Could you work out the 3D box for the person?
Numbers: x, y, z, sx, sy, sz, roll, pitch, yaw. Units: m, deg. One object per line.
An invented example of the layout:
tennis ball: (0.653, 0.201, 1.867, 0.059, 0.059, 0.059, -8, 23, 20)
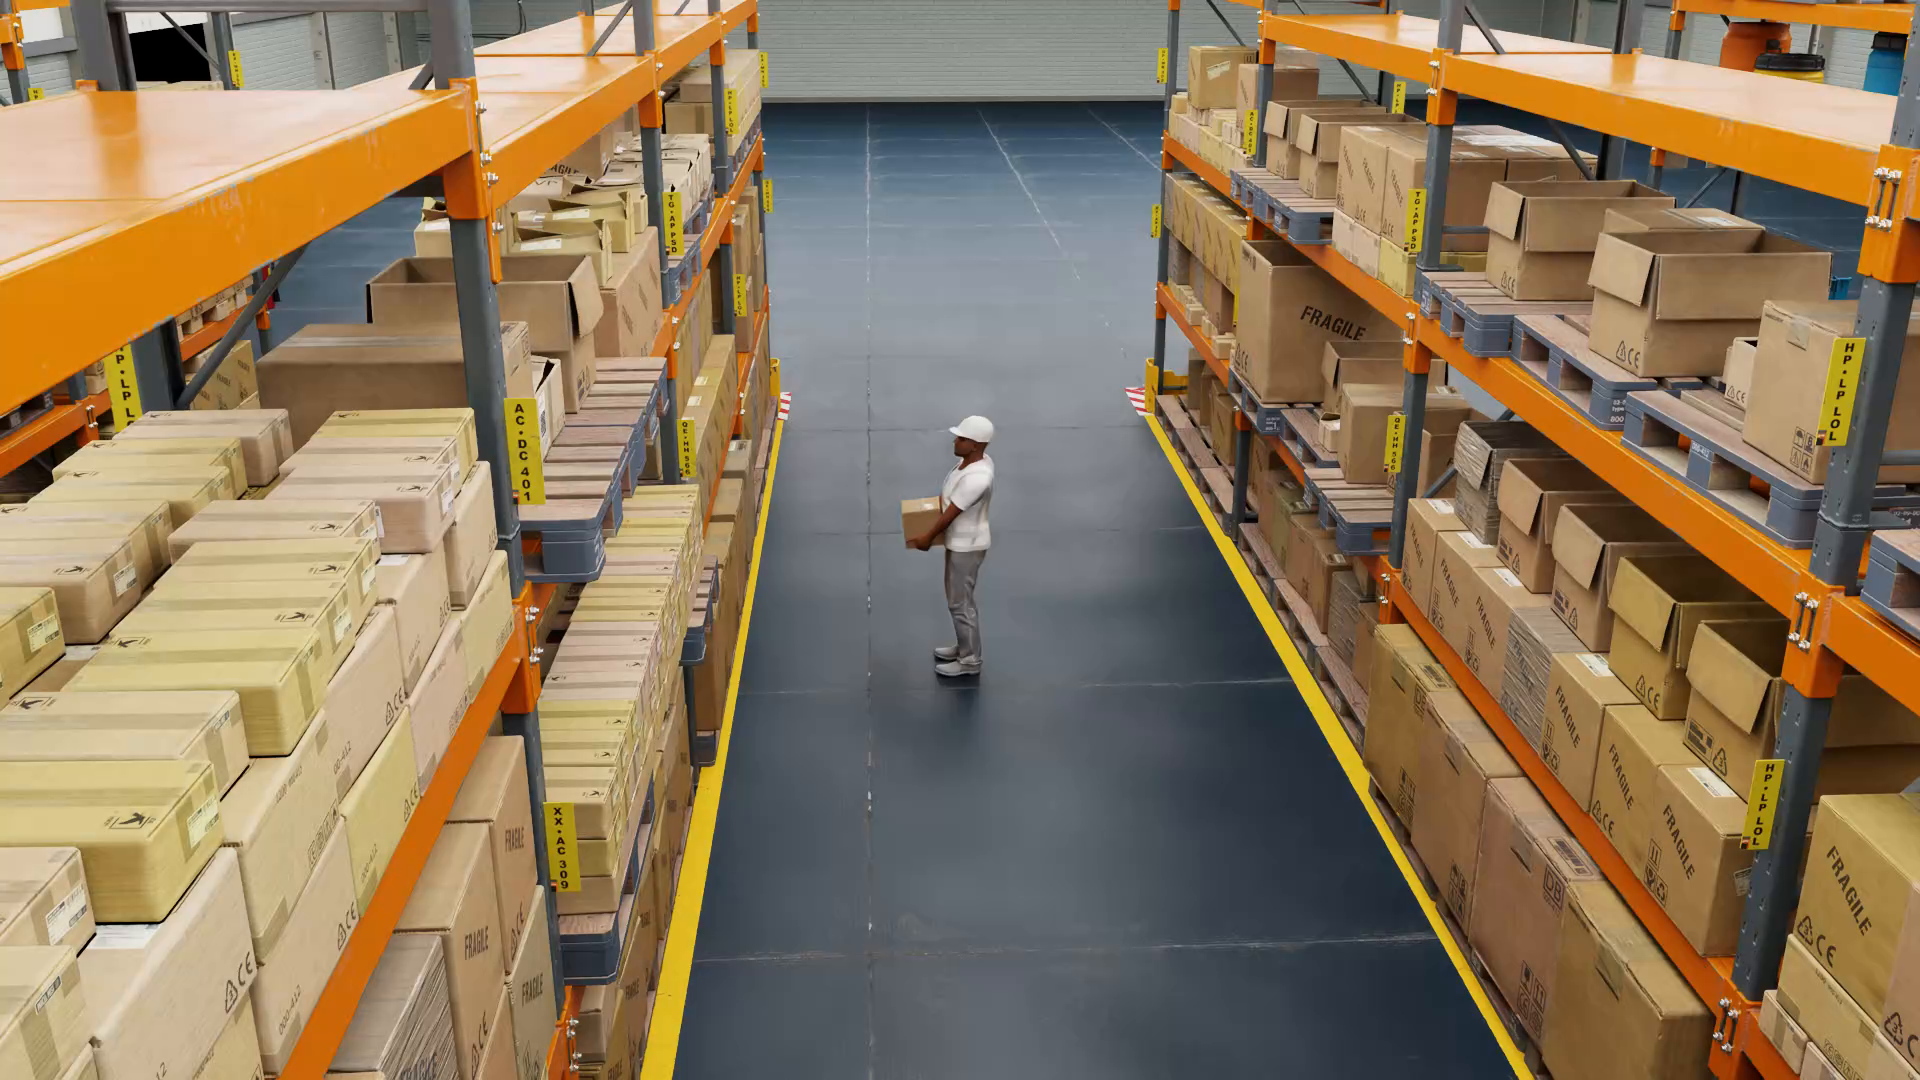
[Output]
person: (-0.064, 0.032, 10.965, 0.587, 1.761, 0.502, -1, 20, -3)
